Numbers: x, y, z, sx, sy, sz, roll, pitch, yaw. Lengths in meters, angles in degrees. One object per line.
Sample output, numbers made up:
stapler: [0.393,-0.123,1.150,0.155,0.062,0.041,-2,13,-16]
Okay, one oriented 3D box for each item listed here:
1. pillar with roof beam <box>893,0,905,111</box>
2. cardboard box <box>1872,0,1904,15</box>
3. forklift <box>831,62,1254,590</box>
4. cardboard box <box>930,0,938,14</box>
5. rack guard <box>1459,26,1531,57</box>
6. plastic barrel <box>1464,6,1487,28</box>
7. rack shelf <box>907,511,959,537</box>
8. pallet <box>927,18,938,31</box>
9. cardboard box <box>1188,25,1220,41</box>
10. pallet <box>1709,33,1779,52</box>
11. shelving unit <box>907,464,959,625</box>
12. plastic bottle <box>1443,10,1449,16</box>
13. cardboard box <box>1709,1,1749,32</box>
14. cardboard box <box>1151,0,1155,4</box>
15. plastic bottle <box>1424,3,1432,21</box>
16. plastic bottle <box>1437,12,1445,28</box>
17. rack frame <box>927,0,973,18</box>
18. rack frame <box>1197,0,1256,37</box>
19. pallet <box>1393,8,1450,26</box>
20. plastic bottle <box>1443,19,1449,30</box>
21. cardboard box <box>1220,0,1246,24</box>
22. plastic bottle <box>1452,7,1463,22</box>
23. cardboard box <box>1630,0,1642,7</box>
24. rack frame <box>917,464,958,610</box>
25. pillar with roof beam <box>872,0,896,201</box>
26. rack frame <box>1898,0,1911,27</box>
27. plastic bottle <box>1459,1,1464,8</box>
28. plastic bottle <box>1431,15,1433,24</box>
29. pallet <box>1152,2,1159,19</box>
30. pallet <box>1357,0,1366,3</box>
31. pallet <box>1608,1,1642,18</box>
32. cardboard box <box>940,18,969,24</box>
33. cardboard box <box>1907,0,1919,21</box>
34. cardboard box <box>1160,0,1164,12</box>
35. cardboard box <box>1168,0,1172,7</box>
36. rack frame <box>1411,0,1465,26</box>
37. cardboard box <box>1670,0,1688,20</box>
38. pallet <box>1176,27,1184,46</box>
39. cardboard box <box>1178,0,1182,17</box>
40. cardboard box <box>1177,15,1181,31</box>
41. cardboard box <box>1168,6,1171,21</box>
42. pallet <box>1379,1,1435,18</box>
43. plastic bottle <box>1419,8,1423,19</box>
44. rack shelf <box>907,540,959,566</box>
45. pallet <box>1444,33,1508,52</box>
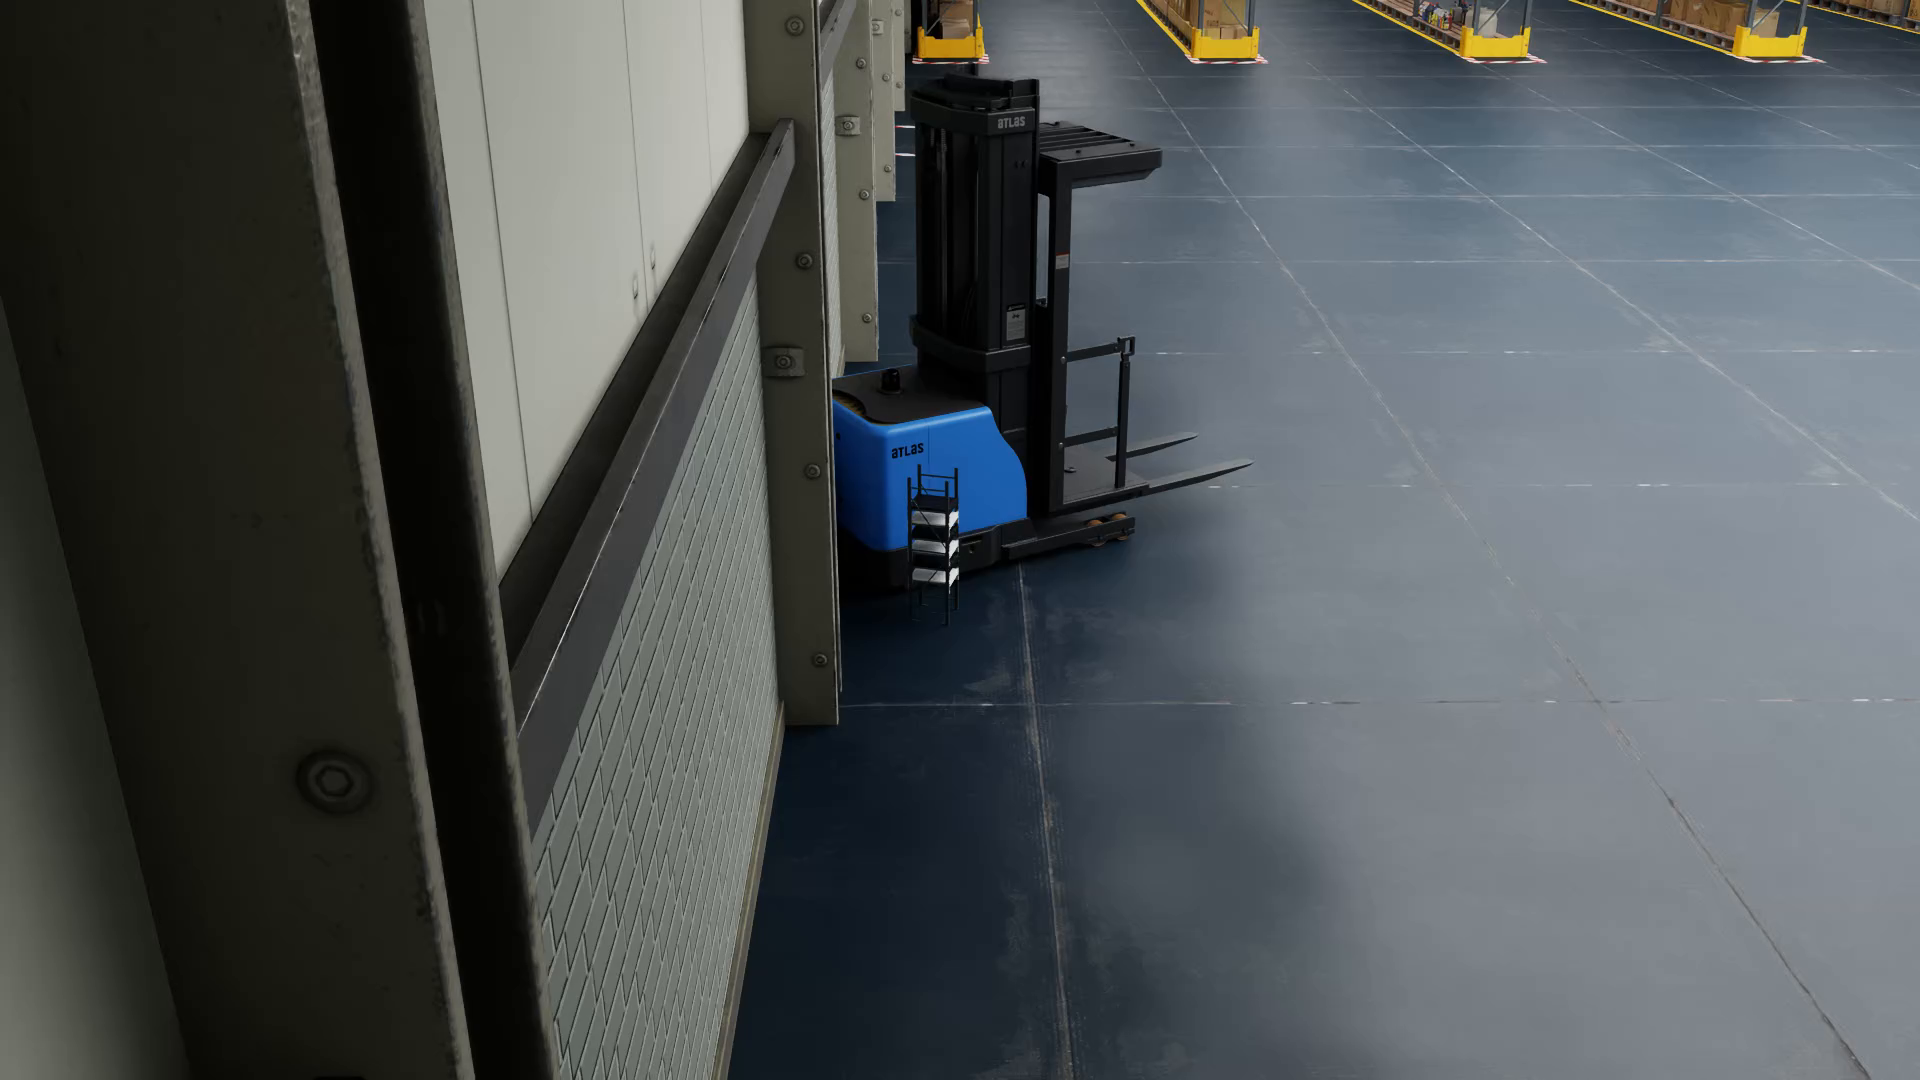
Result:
pillar with roof beam: [3.317,-10.659,23.397,9.100,9.000,0.400,0,24,-1]
cardboard box: [19.499,-11.211,34.119,1.050,0.750,0.750,0,24,-1]
forklift: [0.543,-1.467,10.438,3.031,2.935,1.130,-14,28,-28]
cardboard box: [-0.249,-11.107,34.168,0.700,0.500,0.500,1,24,1]
rack guard: [9.678,-9.031,30.111,1.175,0.500,0.348,0,24,-1]
plastic barrel: [9.637,-9.674,31.008,0.421,0.512,0.421,0,24,0]
rack shelf: [-0.153,-0.104,9.533,0.258,0.077,0.200,6,25,14]
pallet: [-0.182,-10.195,33.036,1.003,0.211,1.213,0,24,-1]
cardboard box: [4.471,-9.276,30.447,0.500,0.250,0.500,0,24,-1]
pallet: [14.704,-9.256,30.960,1.003,0.211,1.213,0,24,-1]
shelving unit: [-0.153,0.029,9.593,0.258,0.900,0.210,6,25,14]
plastic bottle: [9.430,-10.170,32.367,0.152,0.276,0.135,0,24,-1]
cardboard box: [14.660,-9.975,31.688,0.500,0.500,0.500,2,24,4]
cardboard box: [4.415,-11.714,35.838,0.500,0.250,0.500,-1,24,-2]
plastic bottle: [9.276,-10.446,32.887,0.144,0.351,0.185,0,24,1]
plastic bottle: [9.290,-10.014,32.023,0.152,0.276,0.135,-1,24,-2]
rack frame: [-0.224,-11.742,33.073,1.000,3.000,0.127,0,24,-1]
rack frame: [4.773,-10.118,29.481,1.000,3.000,0.127,0,24,-1]
pallet: [9.635,-10.840,34.461,1.003,0.211,1.213,0,24,-1]
plastic bottle: [9.267,-9.819,31.682,0.097,0.201,0.097,0,24,0]
cardboard box: [4.982,-9.826,30.753,0.500,0.500,0.500,0,24,-1]
plastic bottle: [9.832,-10.392,32.859,0.152,0.276,0.135,0,24,-1]
cardboard box: [14.657,-11.551,35.149,0.700,0.500,0.500,-2,24,-5]
rack frame: [-0.127,-0.011,9.683,0.240,0.900,0.006,6,25,14]
pillar with roof beam: [3.382,-8.187,17.931,9.100,9.000,0.400,0,24,-1]
rack frame: [19.596,-11.790,33.178,1.000,3.000,0.127,0,24,-1]
plastic bottle: [9.977,-10.516,33.042,0.144,0.351,0.185,-1,24,-2]
plastic bottle: [9.258,-10.183,32.487,0.097,0.201,0.097,0,24,0]
pallet: [4.666,-11.303,35.485,1.003,0.211,1.213,0,24,-1]
pallet: [9.588,-12.489,38.108,1.003,0.211,1.213,0,24,-1]
pallet: [14.609,-11.363,35.619,1.003,0.211,1.213,0,24,-1]
cardboard box: [-0.105,-9.590,31.042,0.500,0.311,0.500,2,24,4]
cardboard box: [19.532,-10.753,32.955,0.875,0.875,0.875,0,24,0]
cardboard box: [4.431,-11.083,34.441,0.500,0.250,0.500,-1,24,-1]
cardboard box: [4.421,-10.854,33.025,0.500,0.500,0.500,0,24,-1]
rack frame: [9.682,-11.787,33.171,1.000,3.000,0.127,0,24,-1]
cardboard box: [14.599,-10.696,33.284,0.500,0.500,0.500,-1,24,-2]
pallet: [4.712,-9.664,31.861,1.003,0.211,1.213,0,24,-1]
cardboard box: [4.439,-10.236,31.659,0.500,0.500,0.500,0,24,-1]
cardboard box: [4.443,-9.894,31.813,0.500,0.250,0.500,0,24,-1]
cardboard box: [4.431,-10.512,33.180,0.500,0.250,0.500,0,24,-1]
pallet: [9.618,-11.344,35.575,1.003,0.211,1.213,0,24,-1]
plastic bottle: [9.248,-10.537,33.270,0.097,0.201,0.097,0,24,0]
rack shelf: [-0.153,0.060,9.607,0.258,0.077,0.200,6,25,14]
pallet: [9.674,-9.234,30.910,1.003,0.211,1.213,0,24,-1]
